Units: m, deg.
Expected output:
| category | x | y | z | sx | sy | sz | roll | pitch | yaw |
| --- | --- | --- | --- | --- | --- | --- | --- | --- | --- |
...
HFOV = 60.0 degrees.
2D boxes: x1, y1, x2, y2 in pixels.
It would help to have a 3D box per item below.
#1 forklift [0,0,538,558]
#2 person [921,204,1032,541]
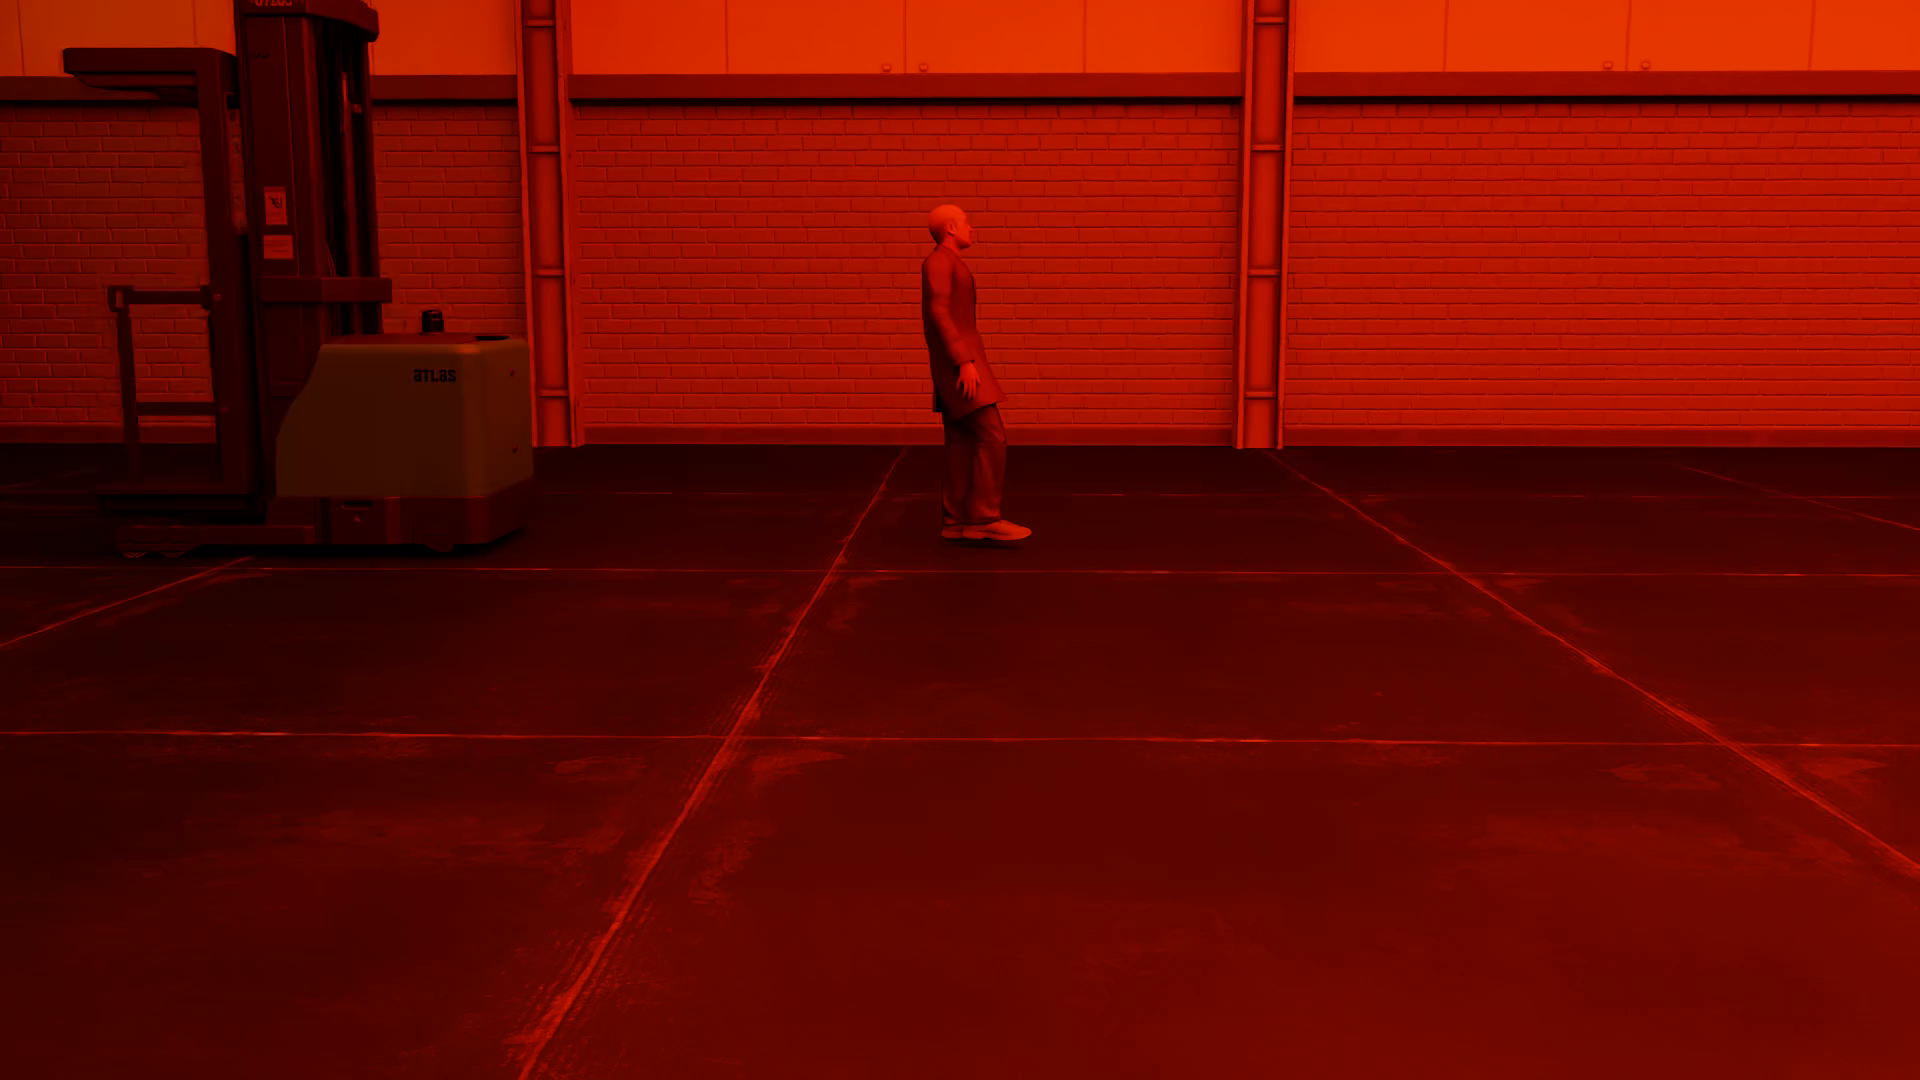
| category | x | y | z | sx | sy | sz | roll | pitch | yaw |
| --- | --- | --- | --- | --- | --- | --- | --- | --- | --- |
| forklift | -3.889 | -1.439 | 8.714 | 3.031 | 2.935 | 1.130 | 0 | 9 | 1 |
| person | 0.091 | -0.885 | 8.860 | 0.583 | 1.775 | 0.696 | 0 | 9 | 1 |
